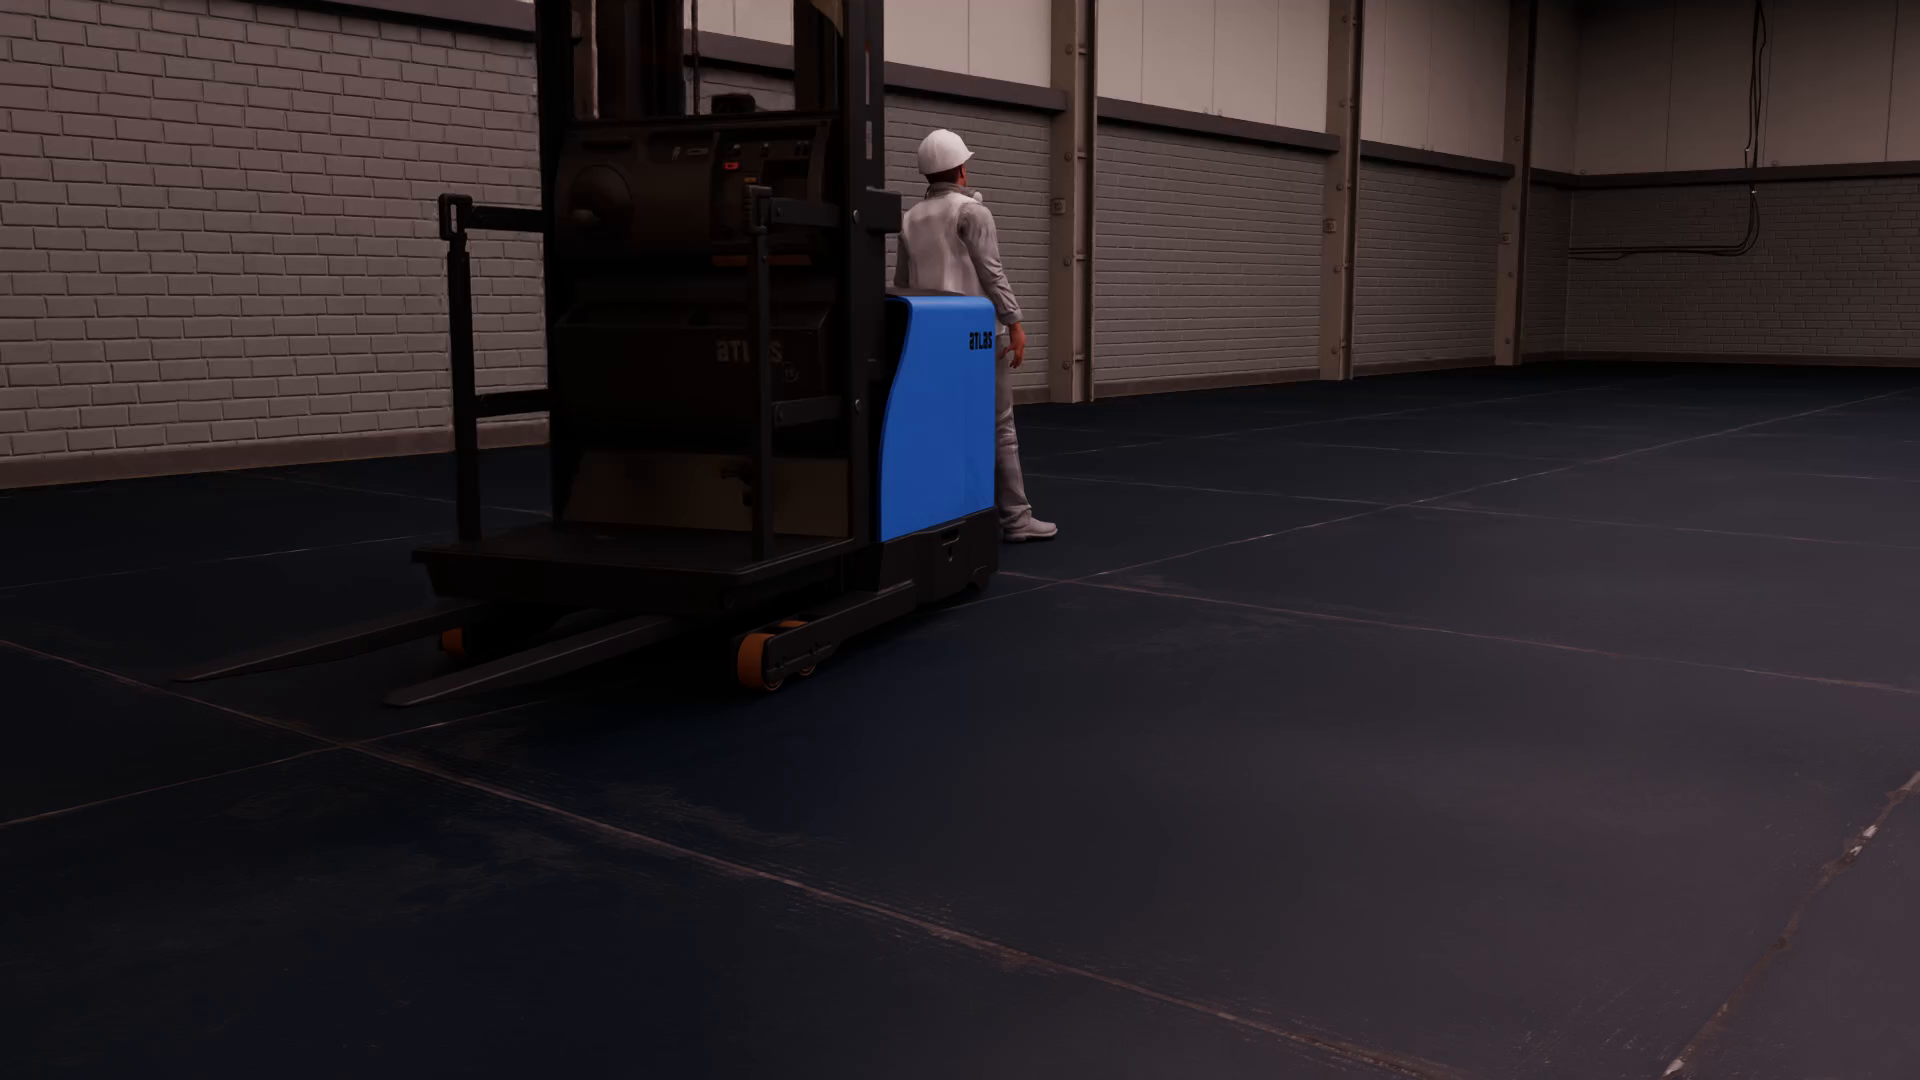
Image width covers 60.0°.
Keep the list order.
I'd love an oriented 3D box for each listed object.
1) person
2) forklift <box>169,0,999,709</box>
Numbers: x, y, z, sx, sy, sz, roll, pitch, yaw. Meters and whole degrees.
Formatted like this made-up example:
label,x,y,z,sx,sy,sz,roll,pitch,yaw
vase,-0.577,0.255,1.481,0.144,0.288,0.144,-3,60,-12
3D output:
label,x,y,z,sx,sy,sz,roll,pitch,yaw
person,0.045,-0.891,7.318,0.632,1.773,0.568,7,11,38
forklift,-0.893,-1.102,4.817,1.130,2.935,3.031,3,9,22
